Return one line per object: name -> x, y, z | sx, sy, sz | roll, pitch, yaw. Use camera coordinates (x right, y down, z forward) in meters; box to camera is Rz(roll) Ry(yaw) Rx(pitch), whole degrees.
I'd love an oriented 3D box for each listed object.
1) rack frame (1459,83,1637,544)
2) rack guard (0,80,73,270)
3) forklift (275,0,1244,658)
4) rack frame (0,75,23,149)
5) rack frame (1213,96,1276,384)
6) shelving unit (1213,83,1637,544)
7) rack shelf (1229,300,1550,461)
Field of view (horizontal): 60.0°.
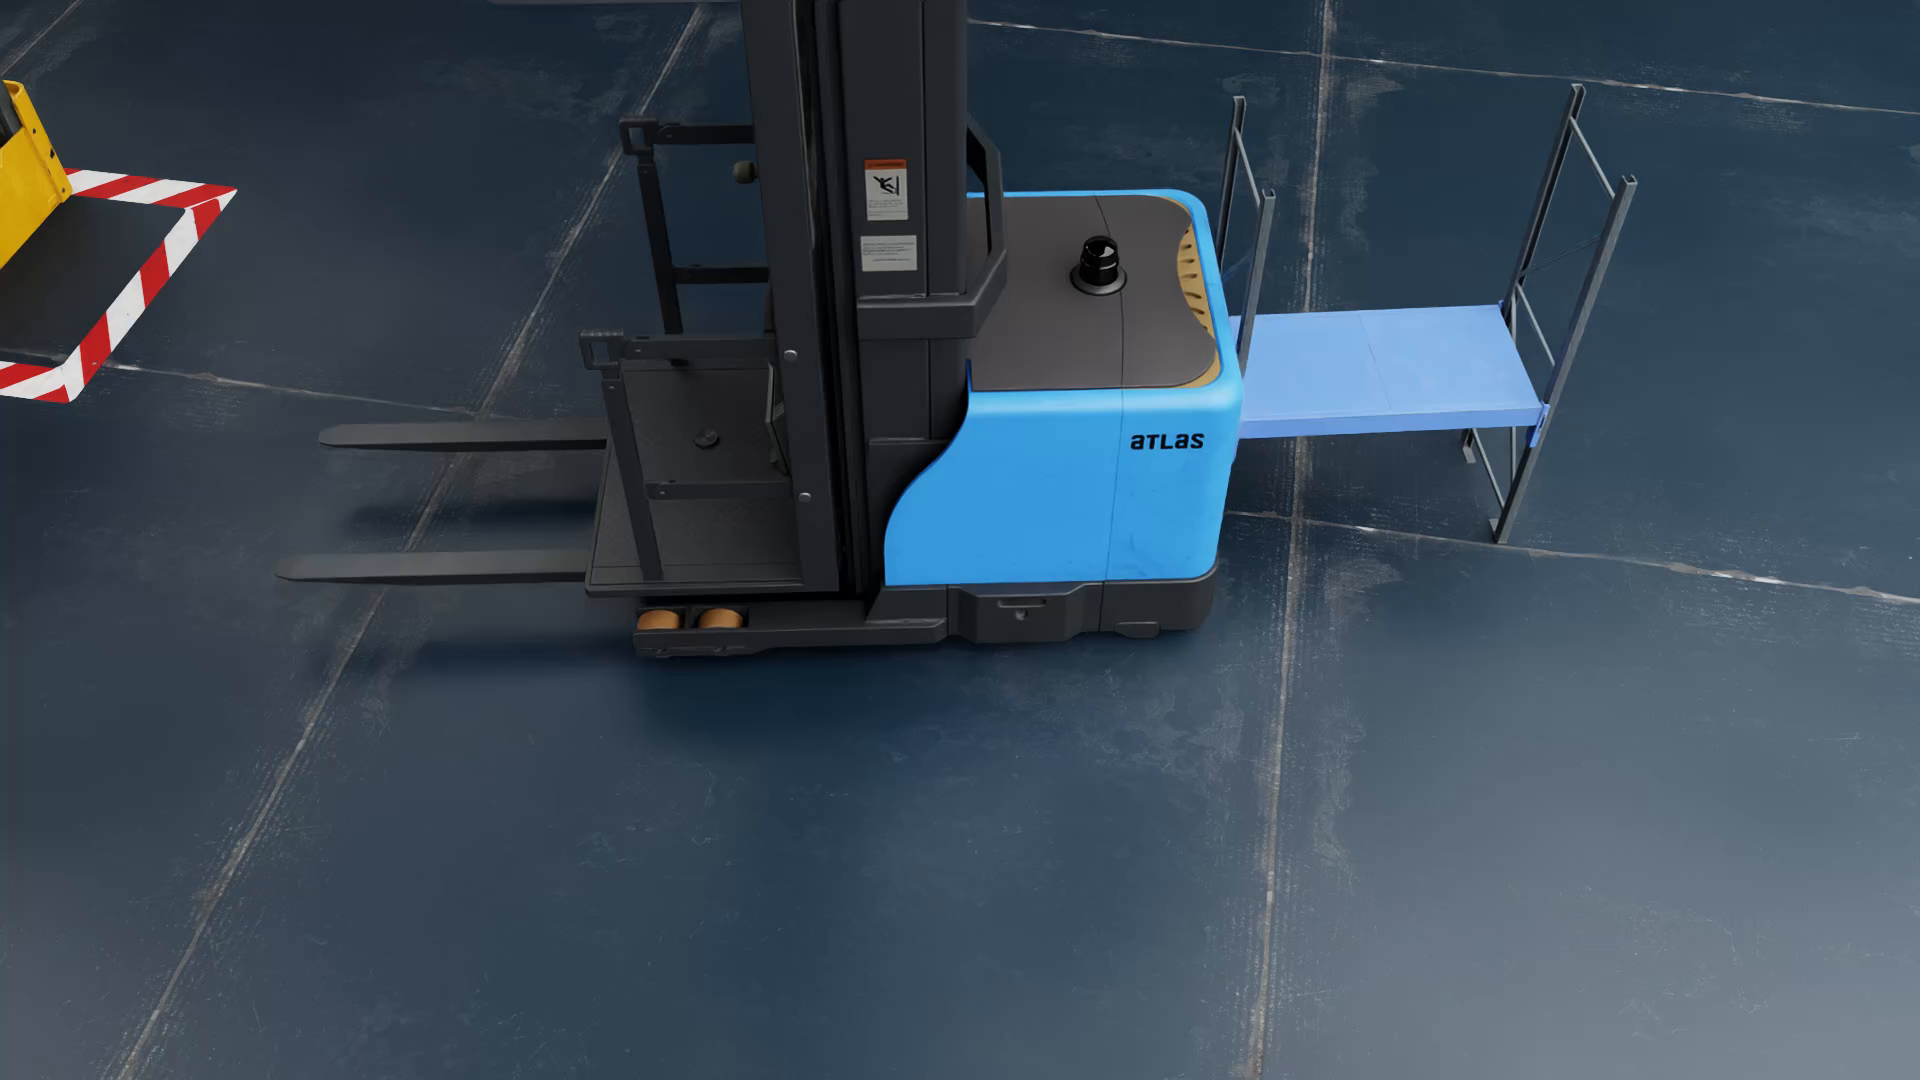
rack frame -> 1.853, -0.673, 5.347 | 0.032, 1.500, 0.500 | -3, 48, -2
rack guard -> -4.043, -1.279, 6.563 | 0.348, 0.500, 1.175 | 8, 49, 7
forklift -> -0.702, -0.999, 4.677 | 3.031, 2.935, 1.130 | -1, 48, -1
rack frame -> -3.968, -2.105, 5.624 | 0.127, 3.000, 1.000 | 8, 49, 7
rack frame -> 0.839, -0.625, 5.303 | 0.032, 1.500, 0.500 | -3, 48, -2
shelving unit -> 1.346, -0.649, 5.325 | 1.048, 1.500, 0.538 | -3, 48, -2
rack shelf -> 1.346, -0.529, 5.459 | 1.000, 0.185, 0.538 | -3, 48, -2
